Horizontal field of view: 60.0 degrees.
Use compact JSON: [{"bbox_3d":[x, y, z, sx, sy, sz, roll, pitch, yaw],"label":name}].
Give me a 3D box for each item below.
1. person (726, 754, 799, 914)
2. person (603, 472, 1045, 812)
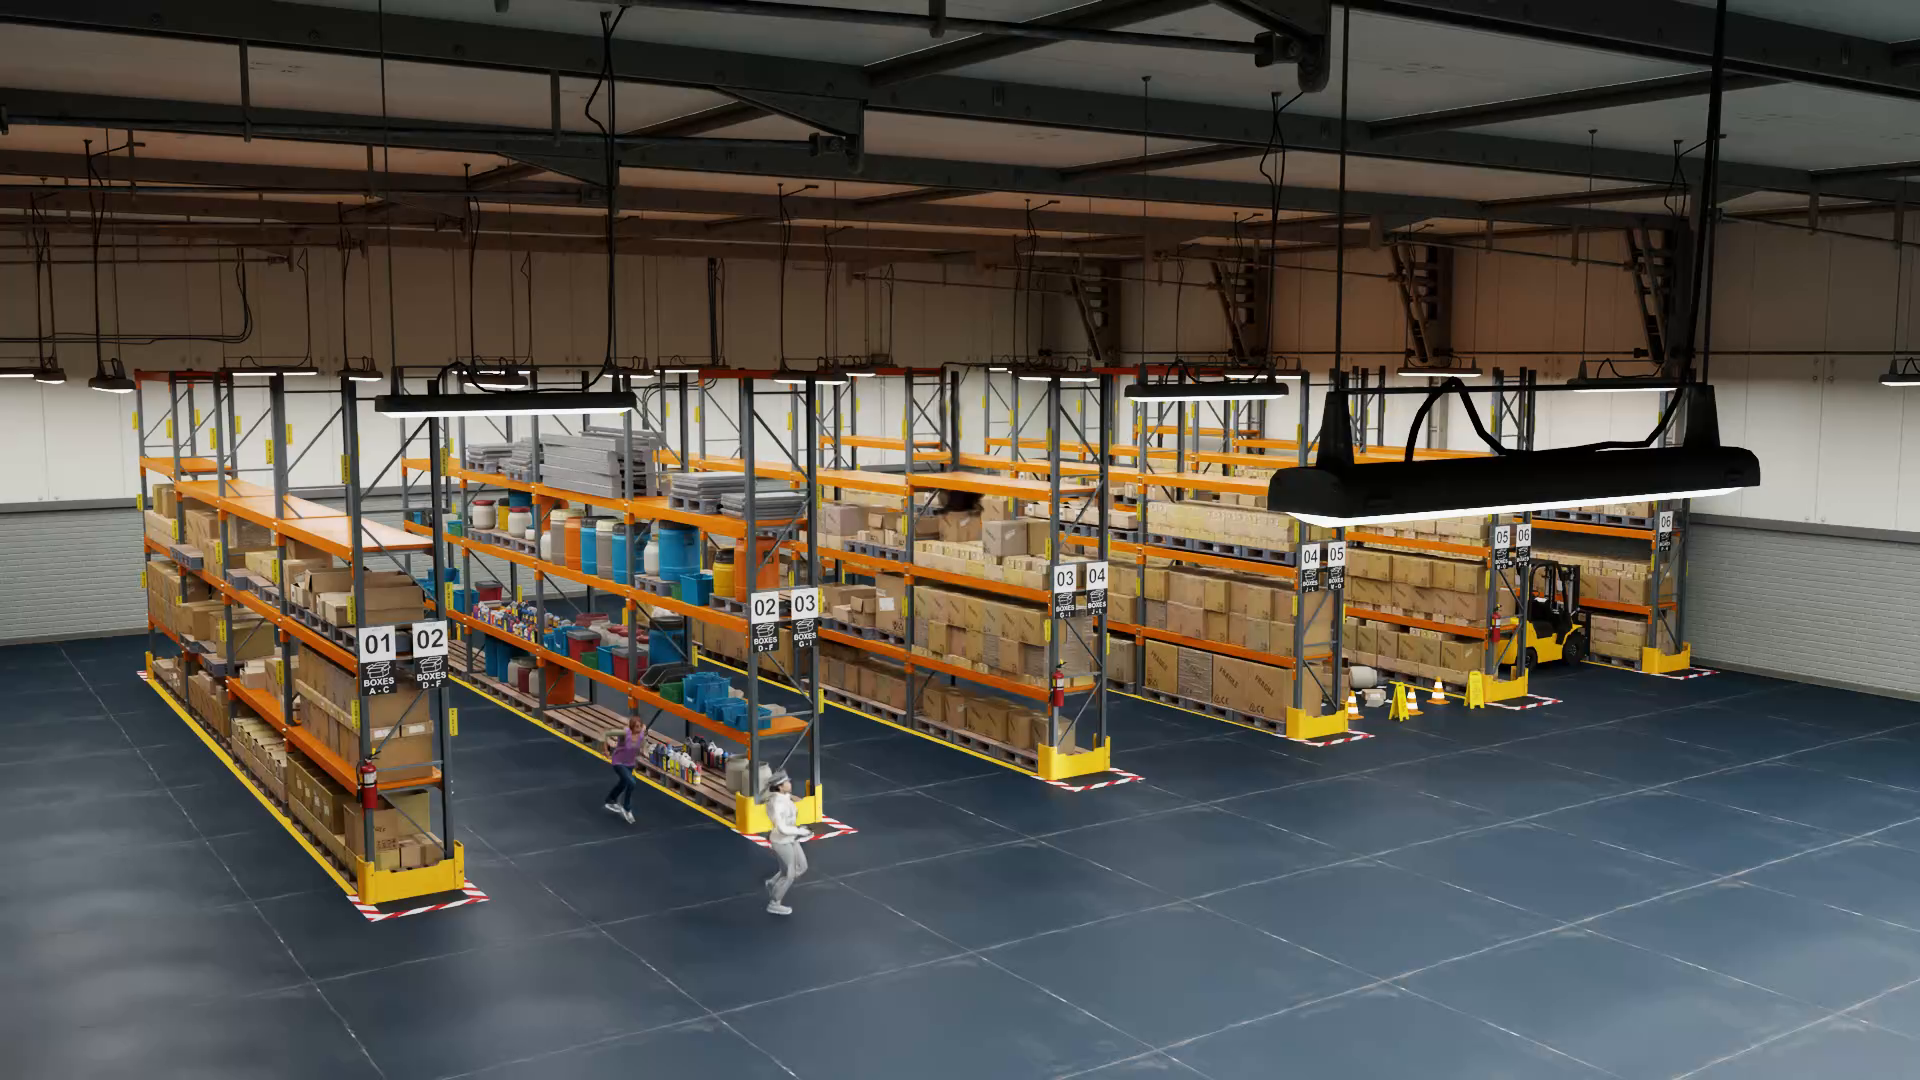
[{"bbox_3d":[-2.576,3.276,20.962,1.296,1.407,5.042,0,6,-3],"label":"person"},{"bbox_3d":[-1.183,0.873,32.026,9.865,3.412,19.130,6,9,45],"label":"person"}]
